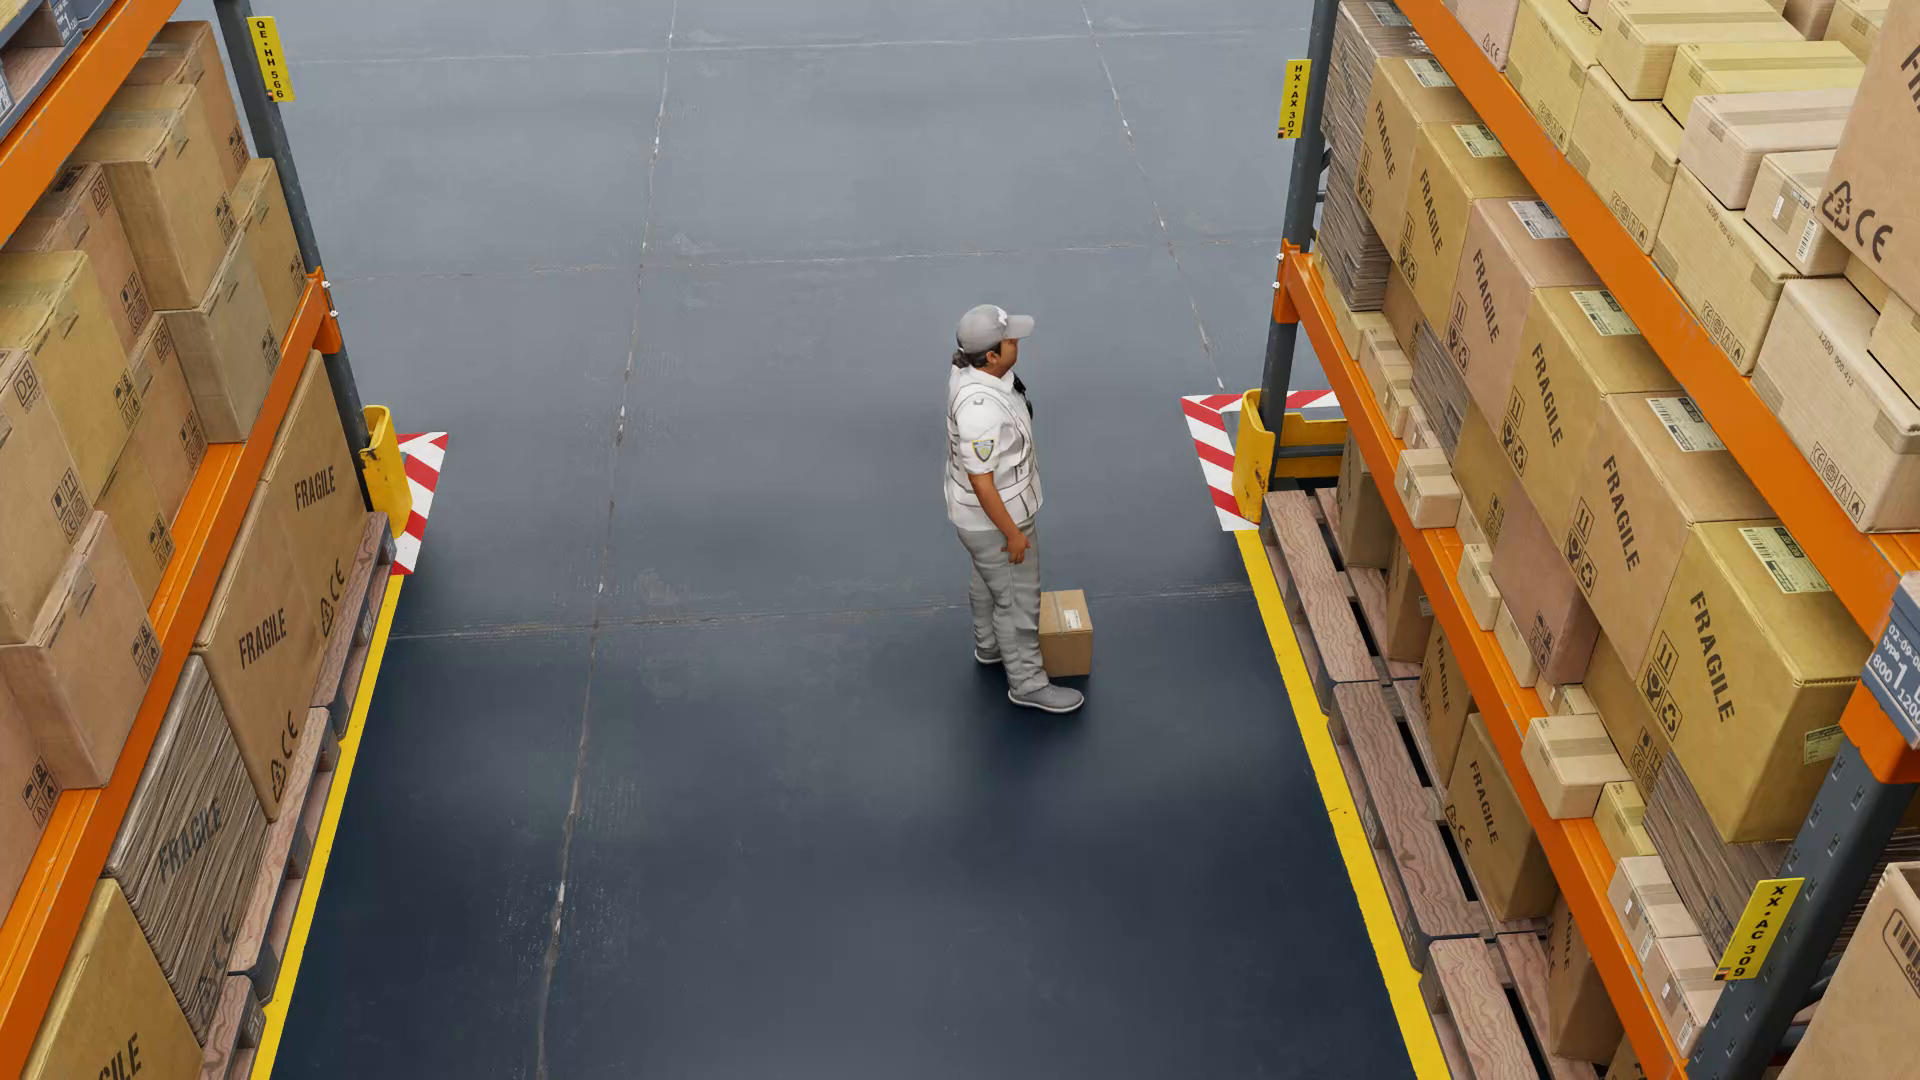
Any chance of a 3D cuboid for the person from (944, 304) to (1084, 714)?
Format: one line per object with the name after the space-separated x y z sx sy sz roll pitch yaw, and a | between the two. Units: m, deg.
0.210 -0.131 6.294 0.529 1.669 0.598 -3 39 -4 | person
